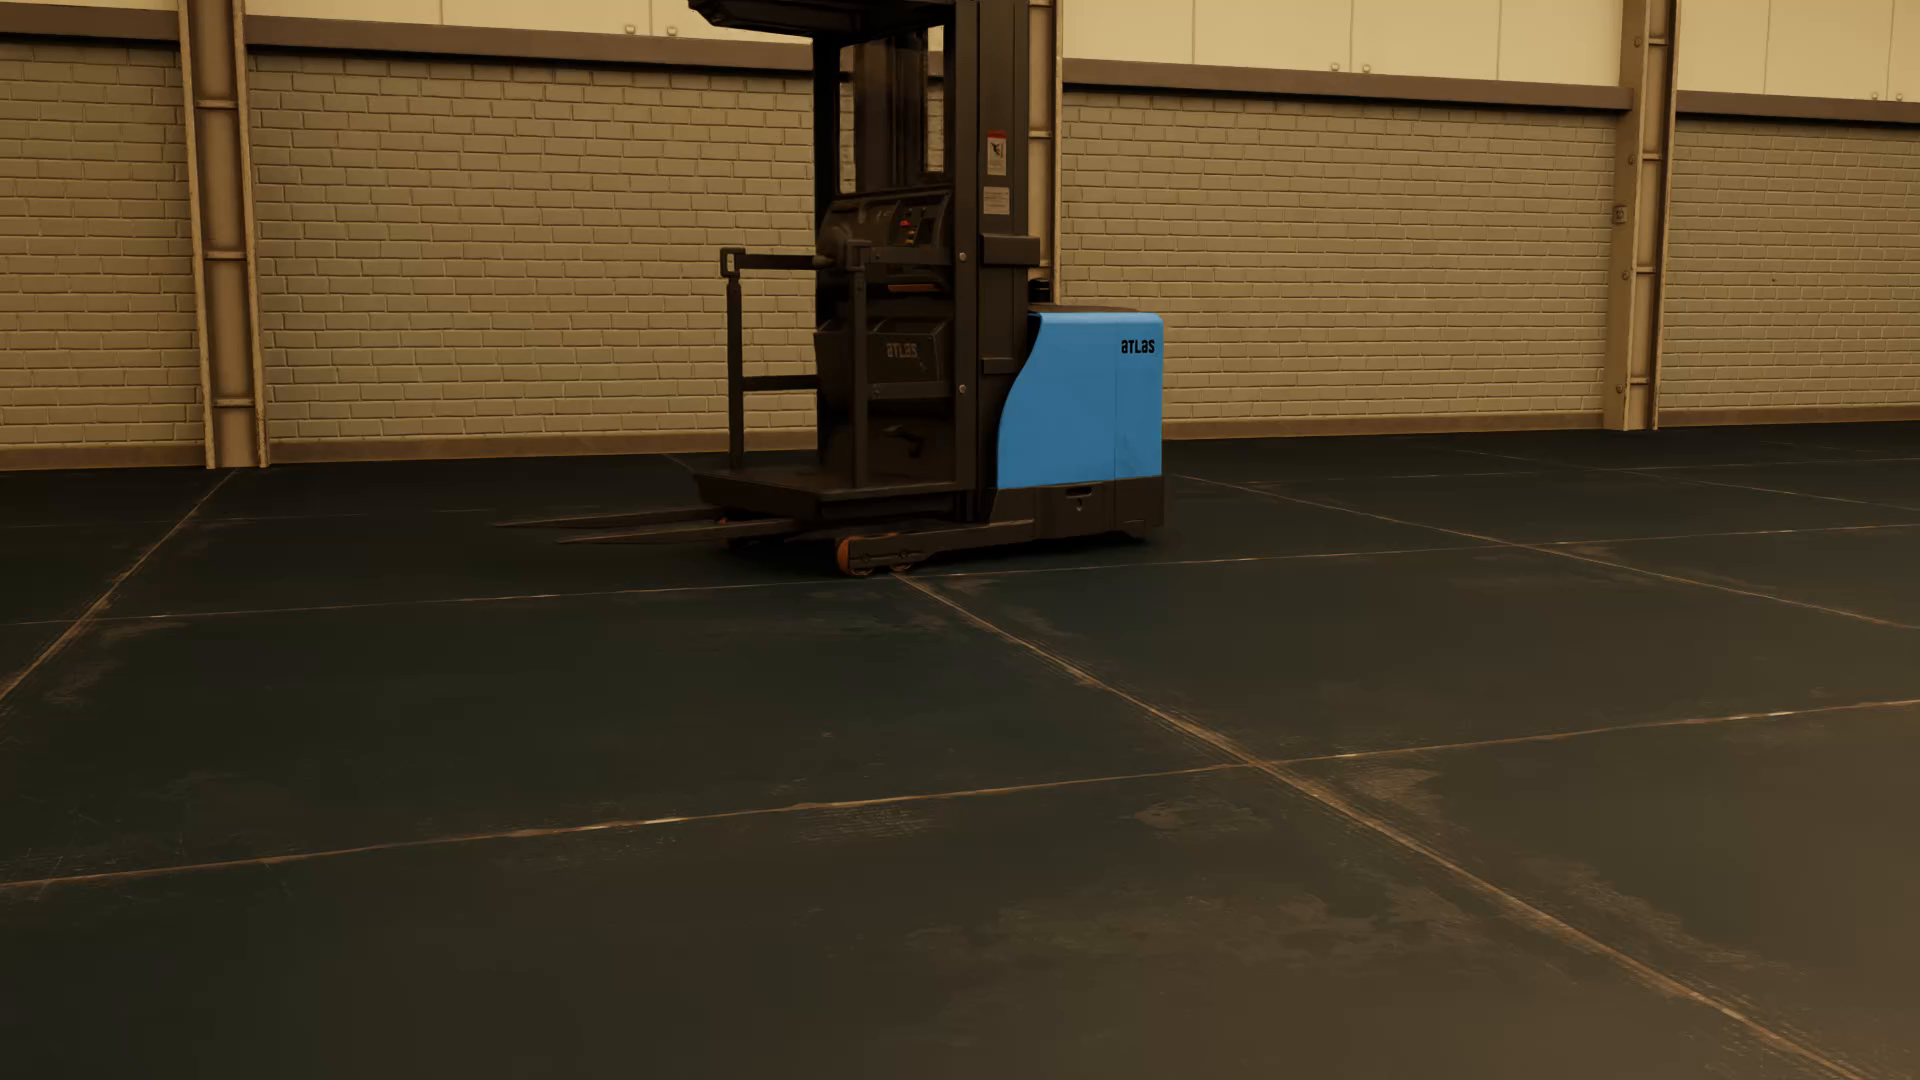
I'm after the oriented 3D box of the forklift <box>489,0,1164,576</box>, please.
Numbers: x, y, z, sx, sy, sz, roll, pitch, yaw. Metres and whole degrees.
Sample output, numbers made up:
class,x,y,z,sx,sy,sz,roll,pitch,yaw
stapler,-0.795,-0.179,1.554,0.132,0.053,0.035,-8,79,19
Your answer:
class,x,y,z,sx,sy,sz,roll,pitch,yaw
forklift,-0.506,-1.383,7.215,3.031,2.935,1.130,-6,10,-37
